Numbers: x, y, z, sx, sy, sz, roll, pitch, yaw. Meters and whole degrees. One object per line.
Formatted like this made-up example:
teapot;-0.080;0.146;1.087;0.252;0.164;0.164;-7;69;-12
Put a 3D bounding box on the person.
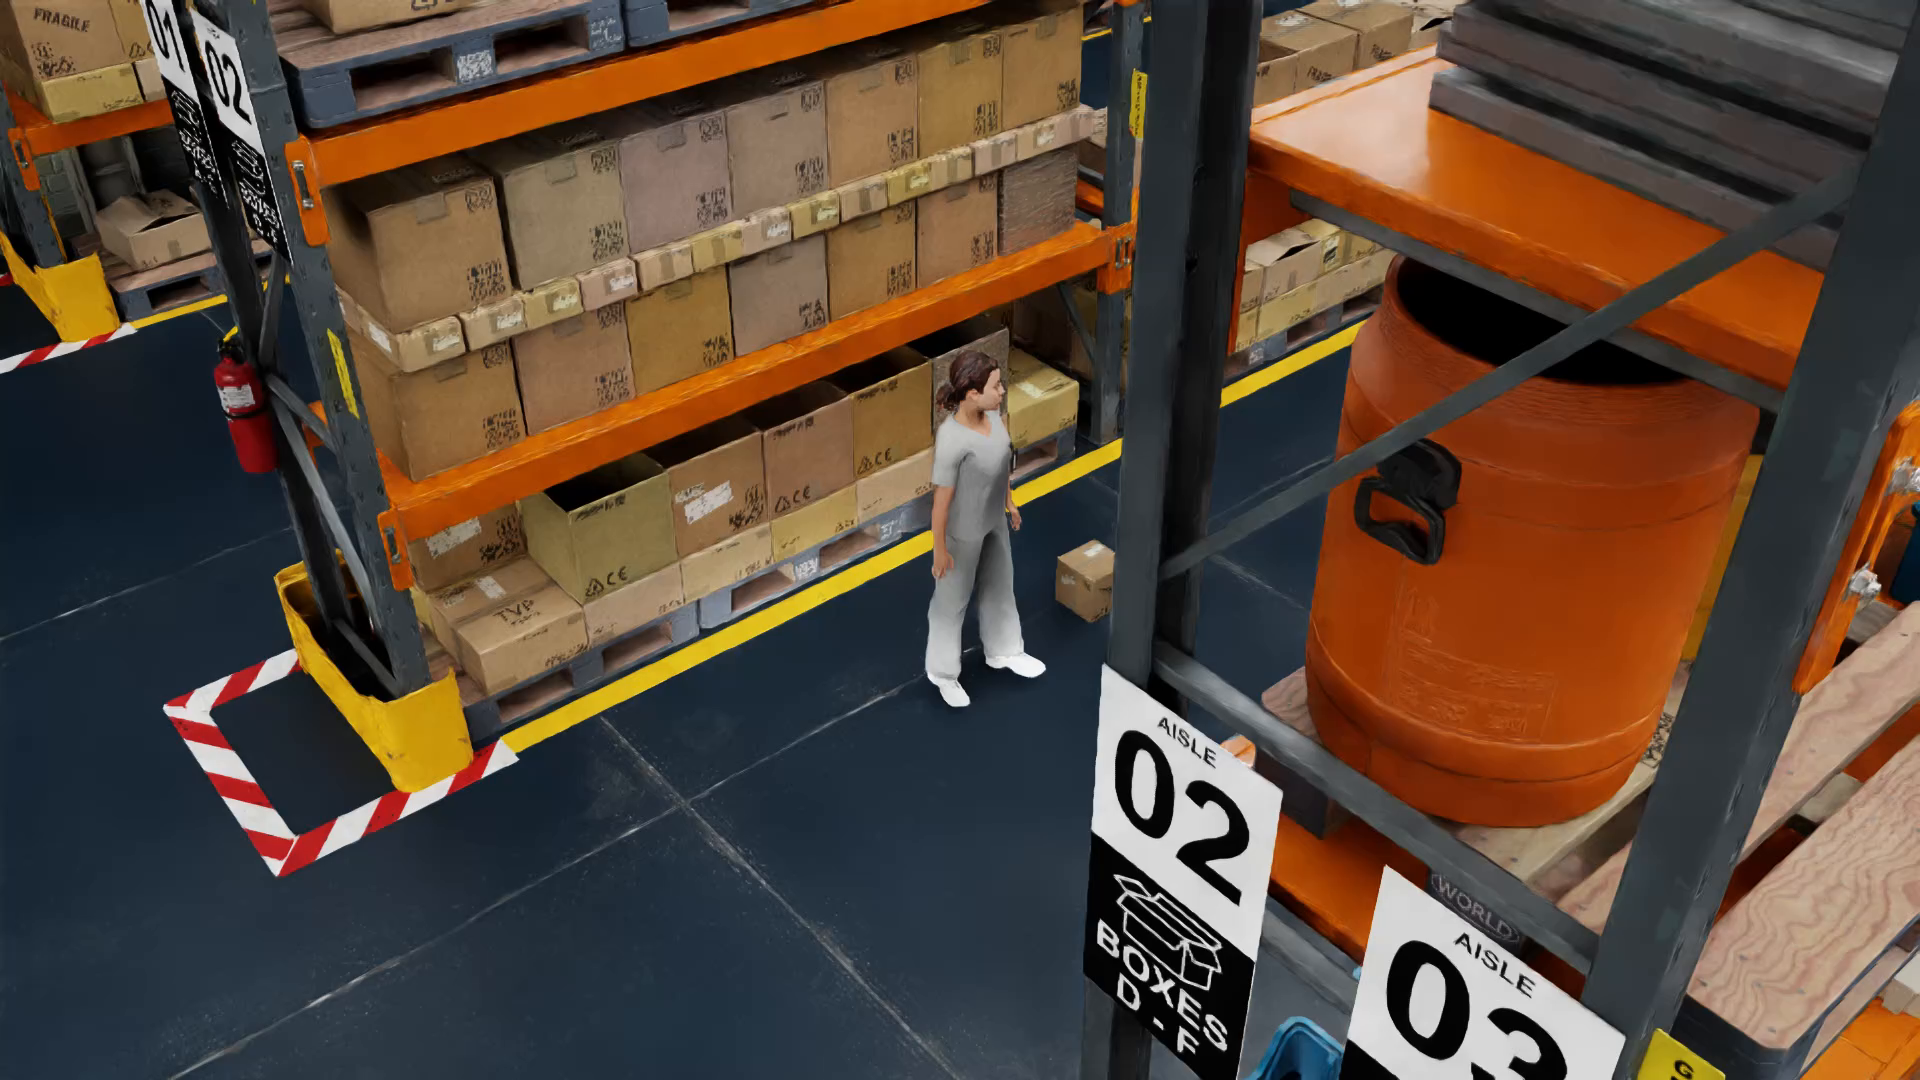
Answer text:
person;0.106;-0.033;7.088;0.498;1.678;0.508;18;40;24
